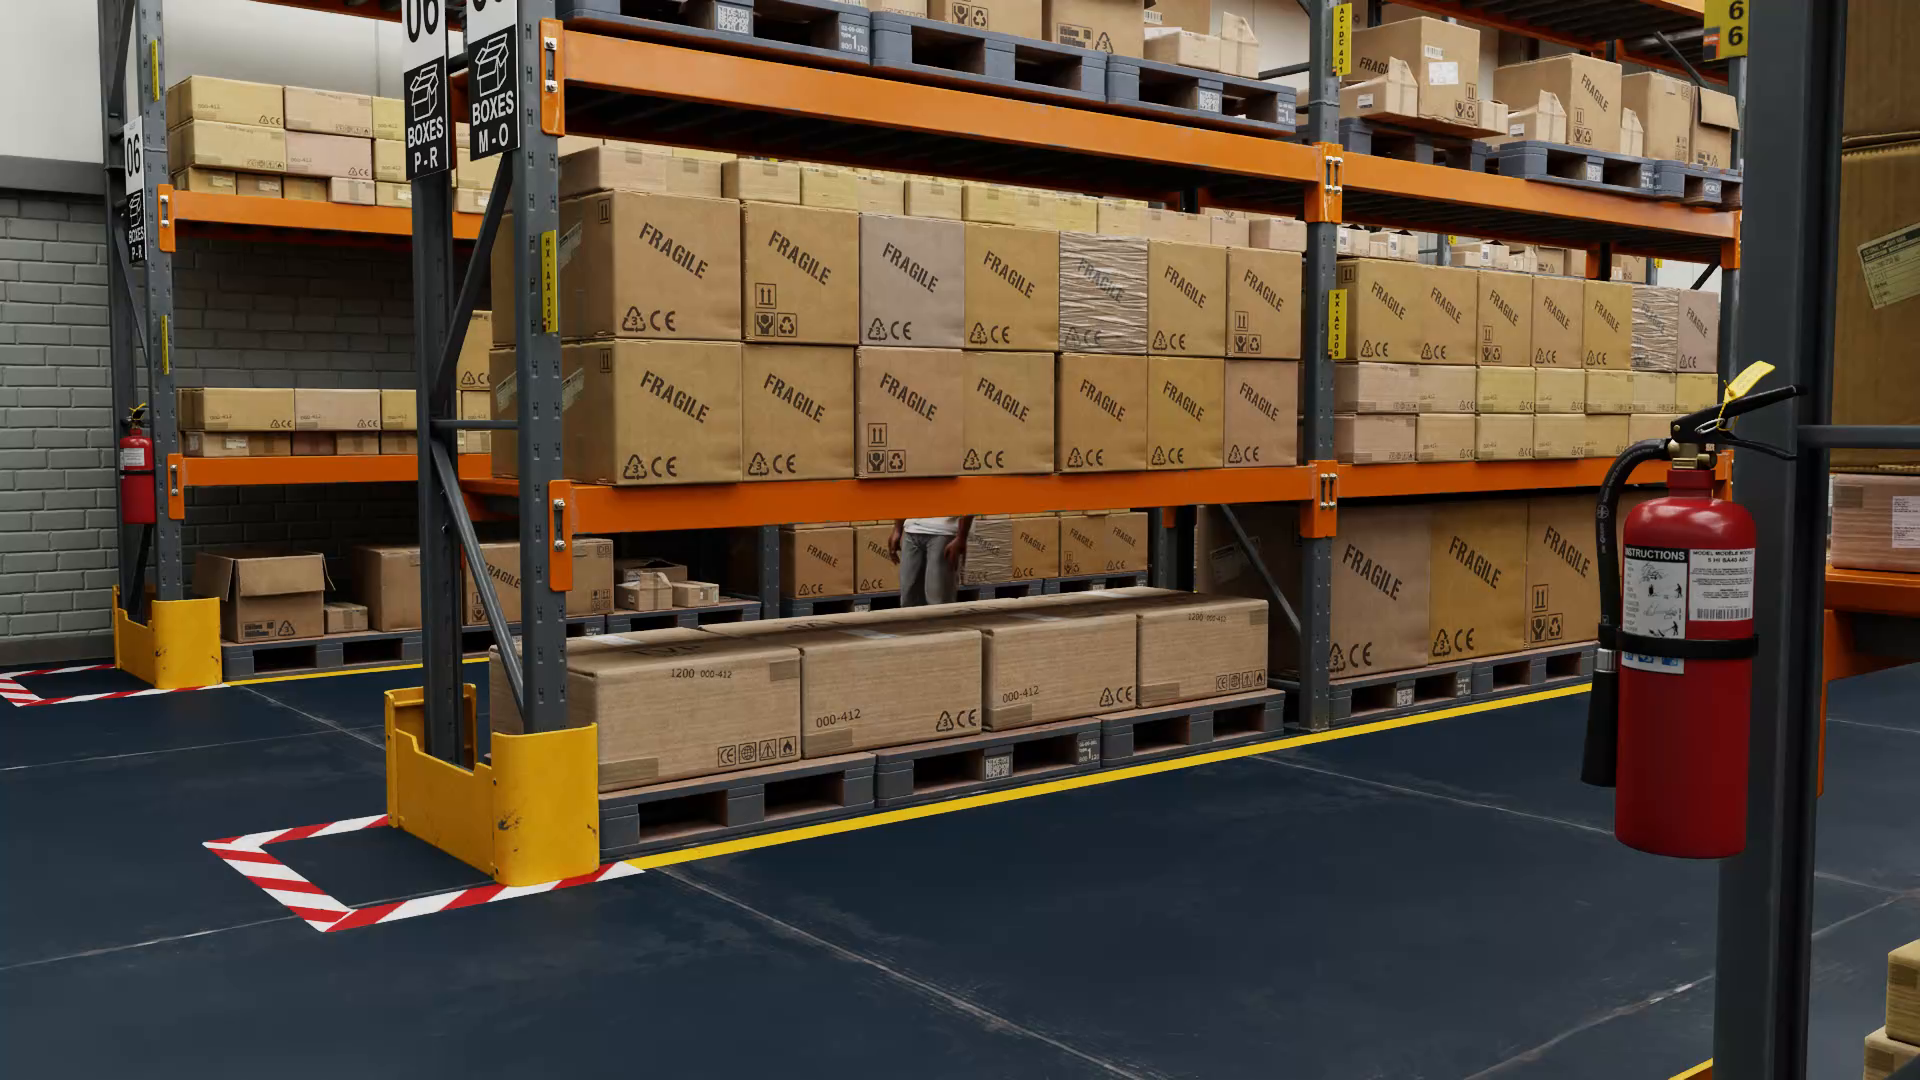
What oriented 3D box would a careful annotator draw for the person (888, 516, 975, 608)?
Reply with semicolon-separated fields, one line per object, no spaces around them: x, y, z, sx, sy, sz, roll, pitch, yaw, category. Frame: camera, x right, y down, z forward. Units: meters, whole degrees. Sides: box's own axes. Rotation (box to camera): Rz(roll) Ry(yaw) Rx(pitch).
-0.168;-0.018;9.106;0.461;1.761;0.627;-3;5;-39;person
